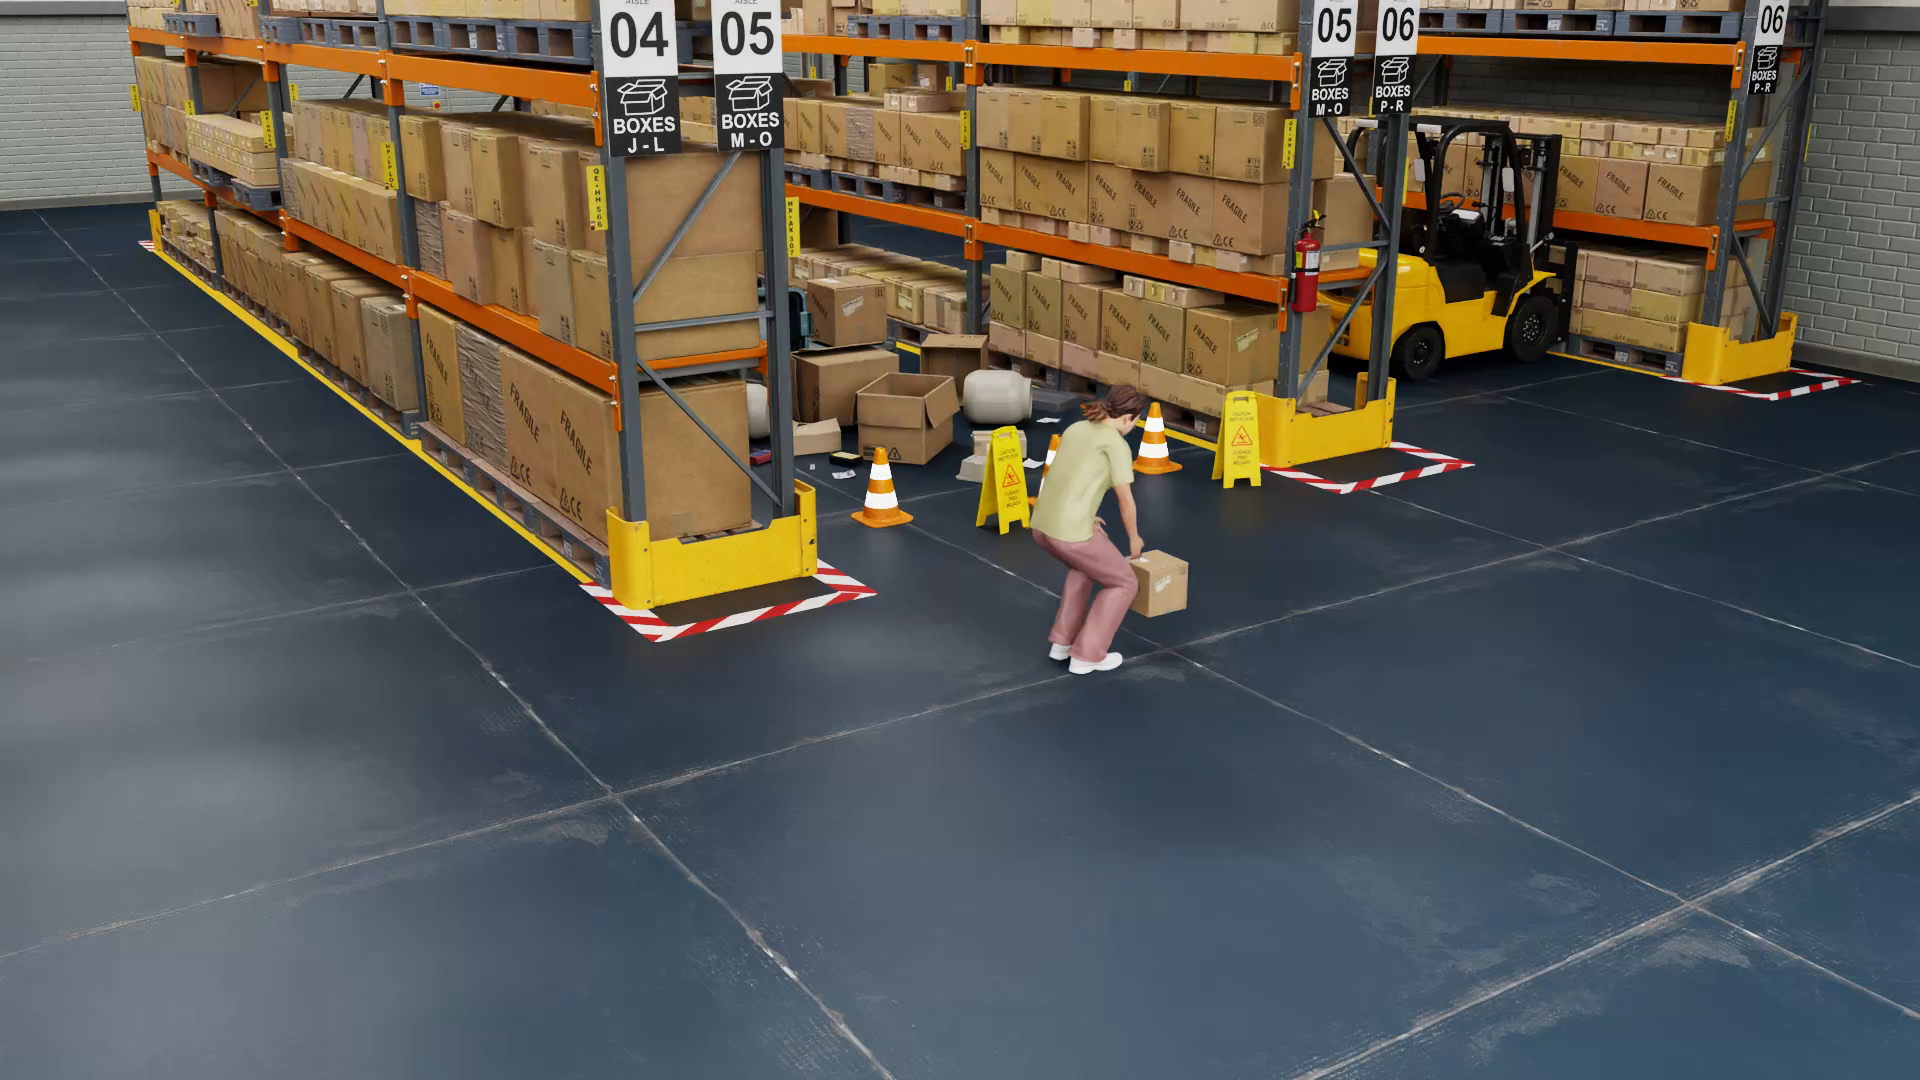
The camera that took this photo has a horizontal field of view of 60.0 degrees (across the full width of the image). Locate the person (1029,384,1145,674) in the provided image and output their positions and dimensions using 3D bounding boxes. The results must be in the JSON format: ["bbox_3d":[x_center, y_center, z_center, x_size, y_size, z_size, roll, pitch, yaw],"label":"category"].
[{"bbox_3d":[0.632,-0.062,8.216,0.633,1.390,0.510,-11,21,-31],"label":"person"}]
